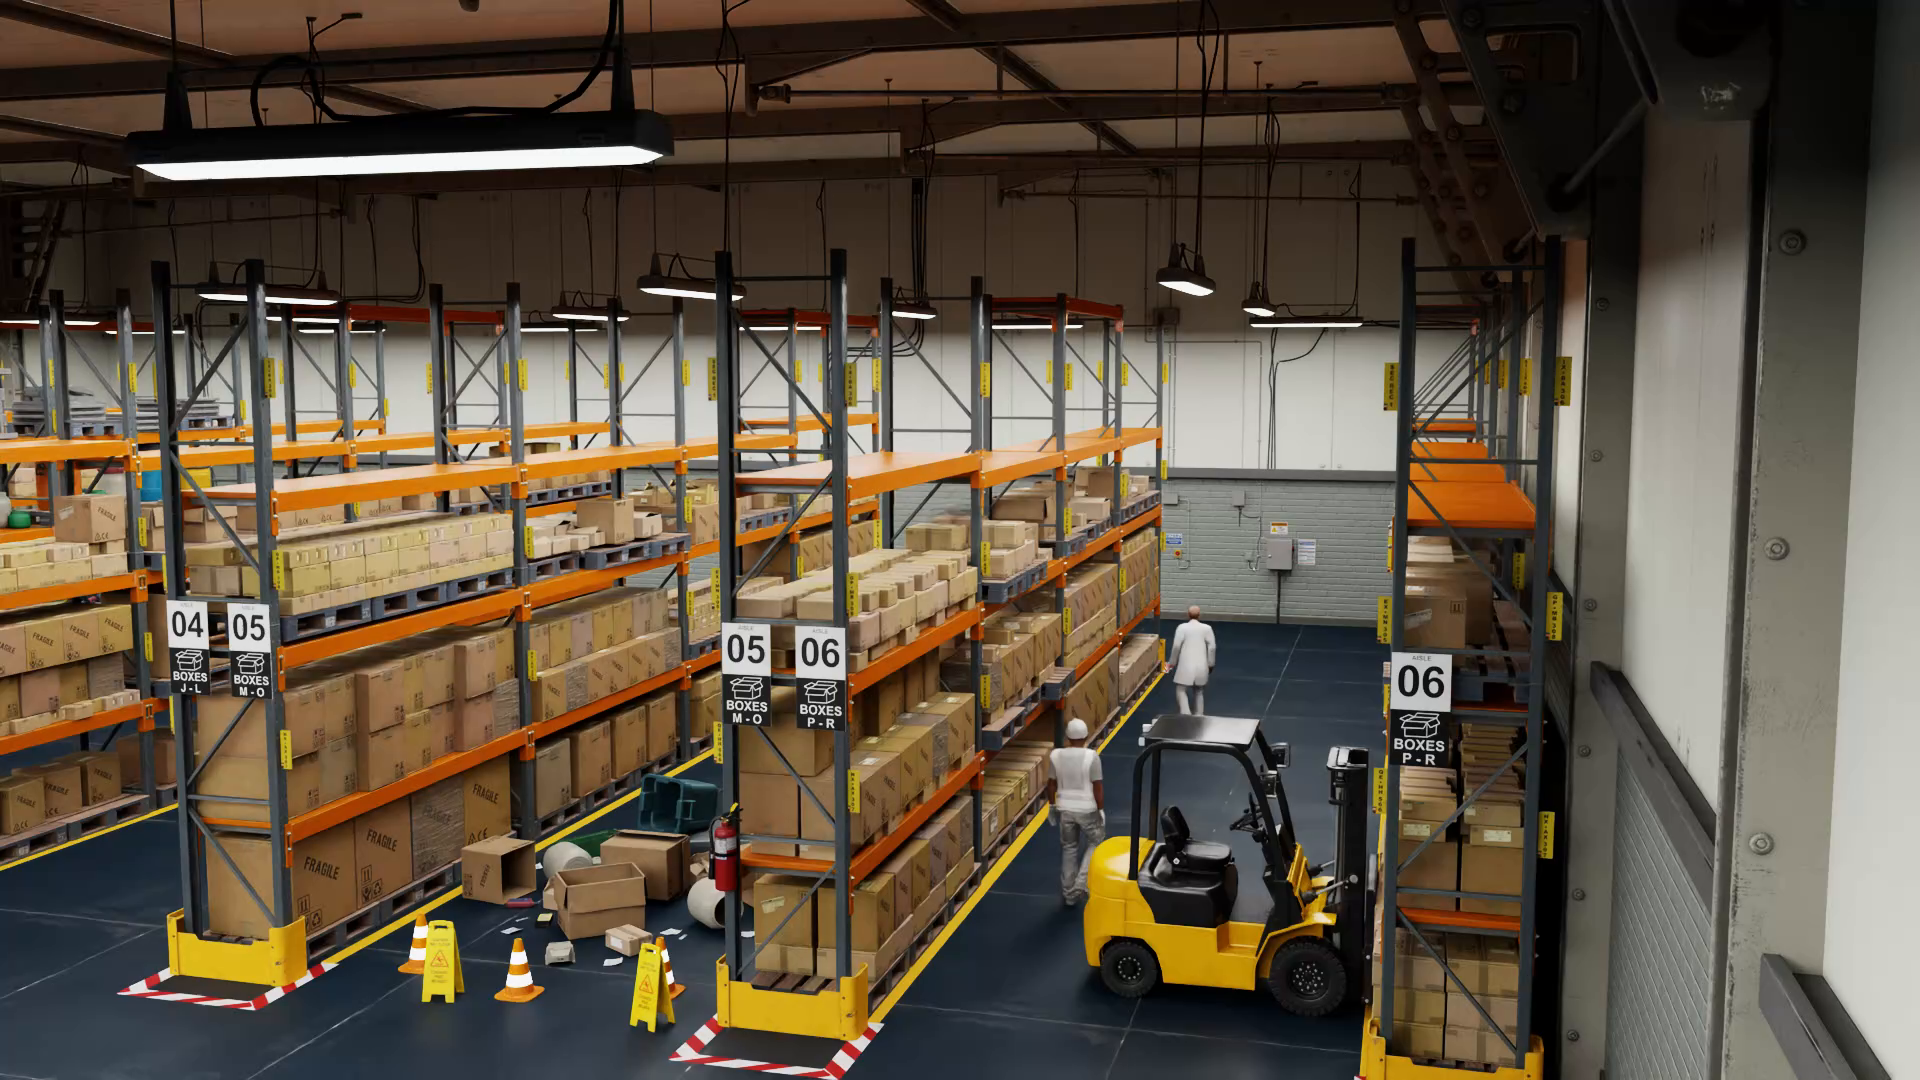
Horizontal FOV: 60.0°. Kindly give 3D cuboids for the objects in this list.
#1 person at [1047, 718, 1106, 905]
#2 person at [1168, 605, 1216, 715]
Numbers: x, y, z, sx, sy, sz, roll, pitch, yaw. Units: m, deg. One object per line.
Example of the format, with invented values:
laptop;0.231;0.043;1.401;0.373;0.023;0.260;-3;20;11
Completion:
person;1.103;2.596;15.925;0.592;1.775;0.485;3;7;25
person;3.317;1.819;23.481;0.668;1.756;0.653;-1;6;-10
